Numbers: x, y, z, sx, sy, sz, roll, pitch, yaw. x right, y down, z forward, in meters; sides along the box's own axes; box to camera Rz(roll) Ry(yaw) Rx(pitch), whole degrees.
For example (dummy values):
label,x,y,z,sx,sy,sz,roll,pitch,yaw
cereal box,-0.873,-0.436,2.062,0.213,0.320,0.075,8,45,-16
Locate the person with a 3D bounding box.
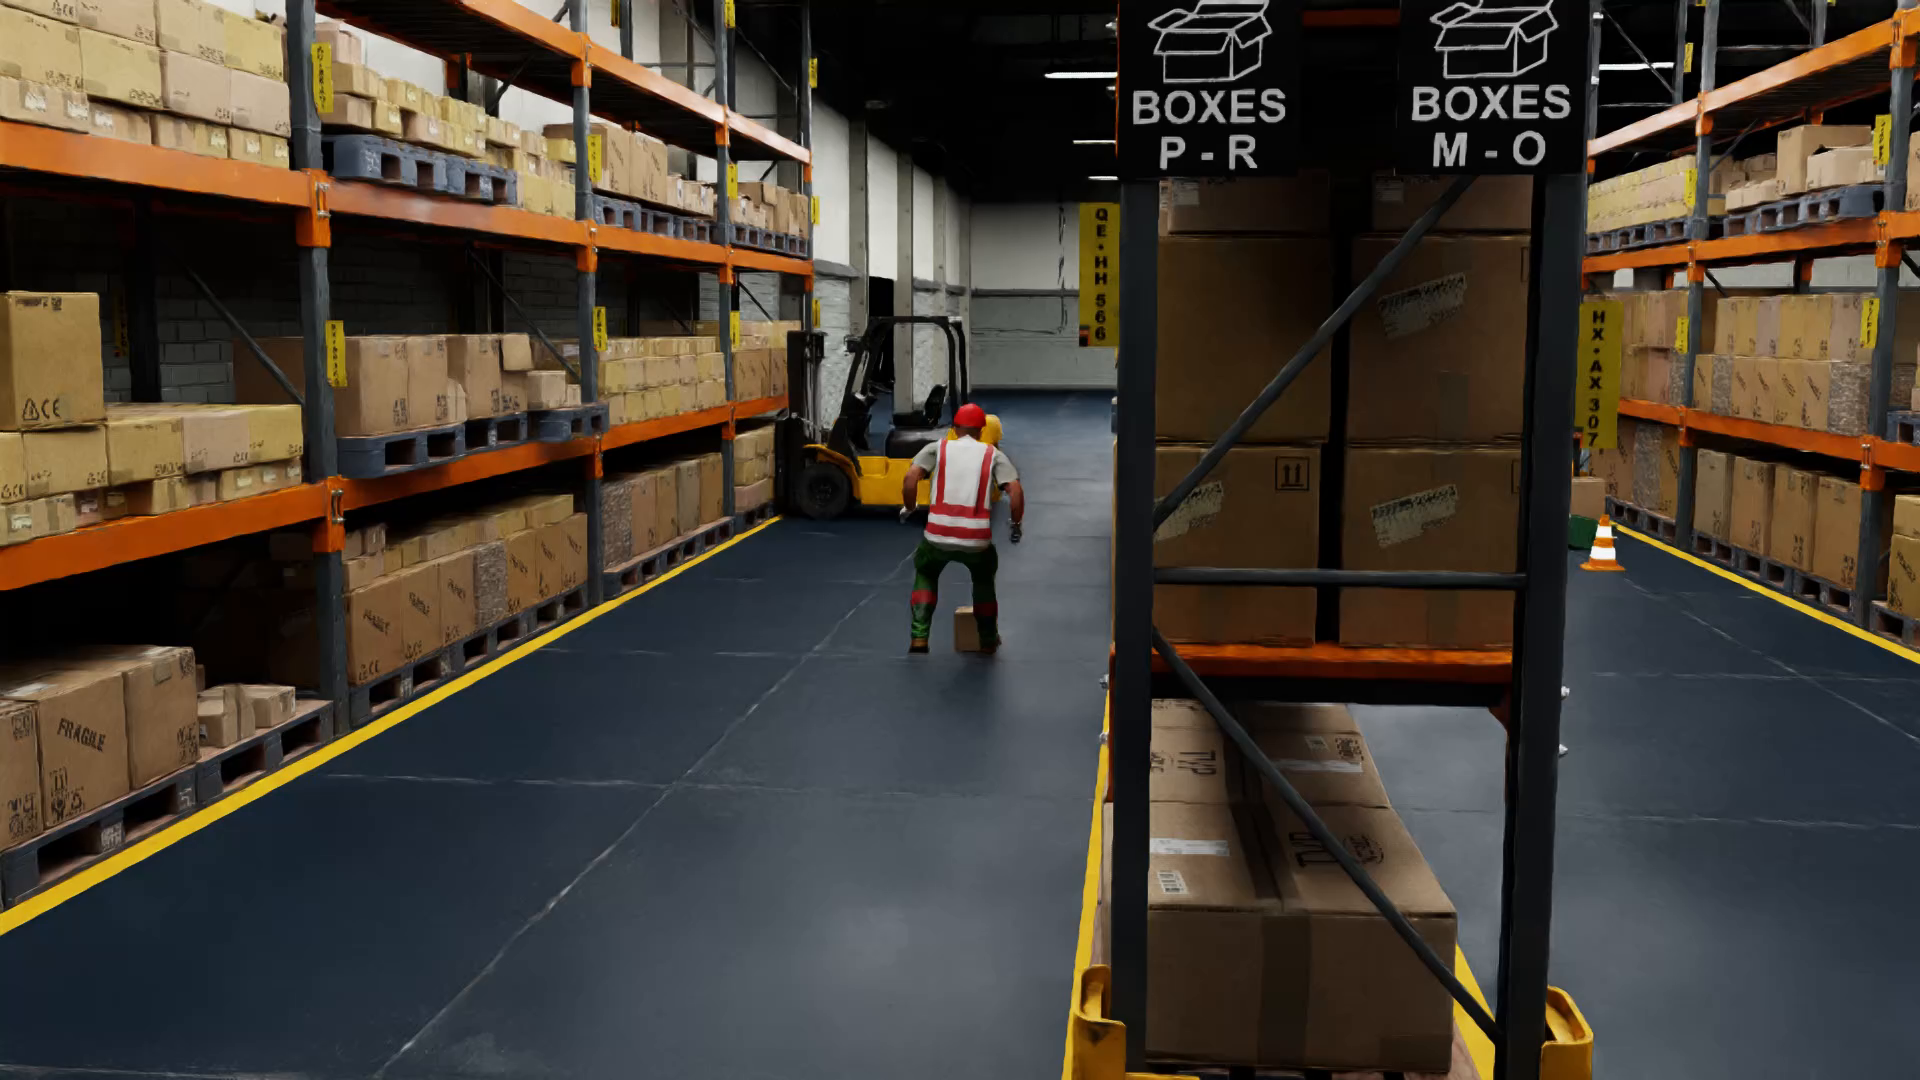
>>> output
label,x,y,z,sx,sy,sz,roll,pitch,yaw
person,0.013,-0.055,10.346,0.773,1.601,0.808,0,7,2
